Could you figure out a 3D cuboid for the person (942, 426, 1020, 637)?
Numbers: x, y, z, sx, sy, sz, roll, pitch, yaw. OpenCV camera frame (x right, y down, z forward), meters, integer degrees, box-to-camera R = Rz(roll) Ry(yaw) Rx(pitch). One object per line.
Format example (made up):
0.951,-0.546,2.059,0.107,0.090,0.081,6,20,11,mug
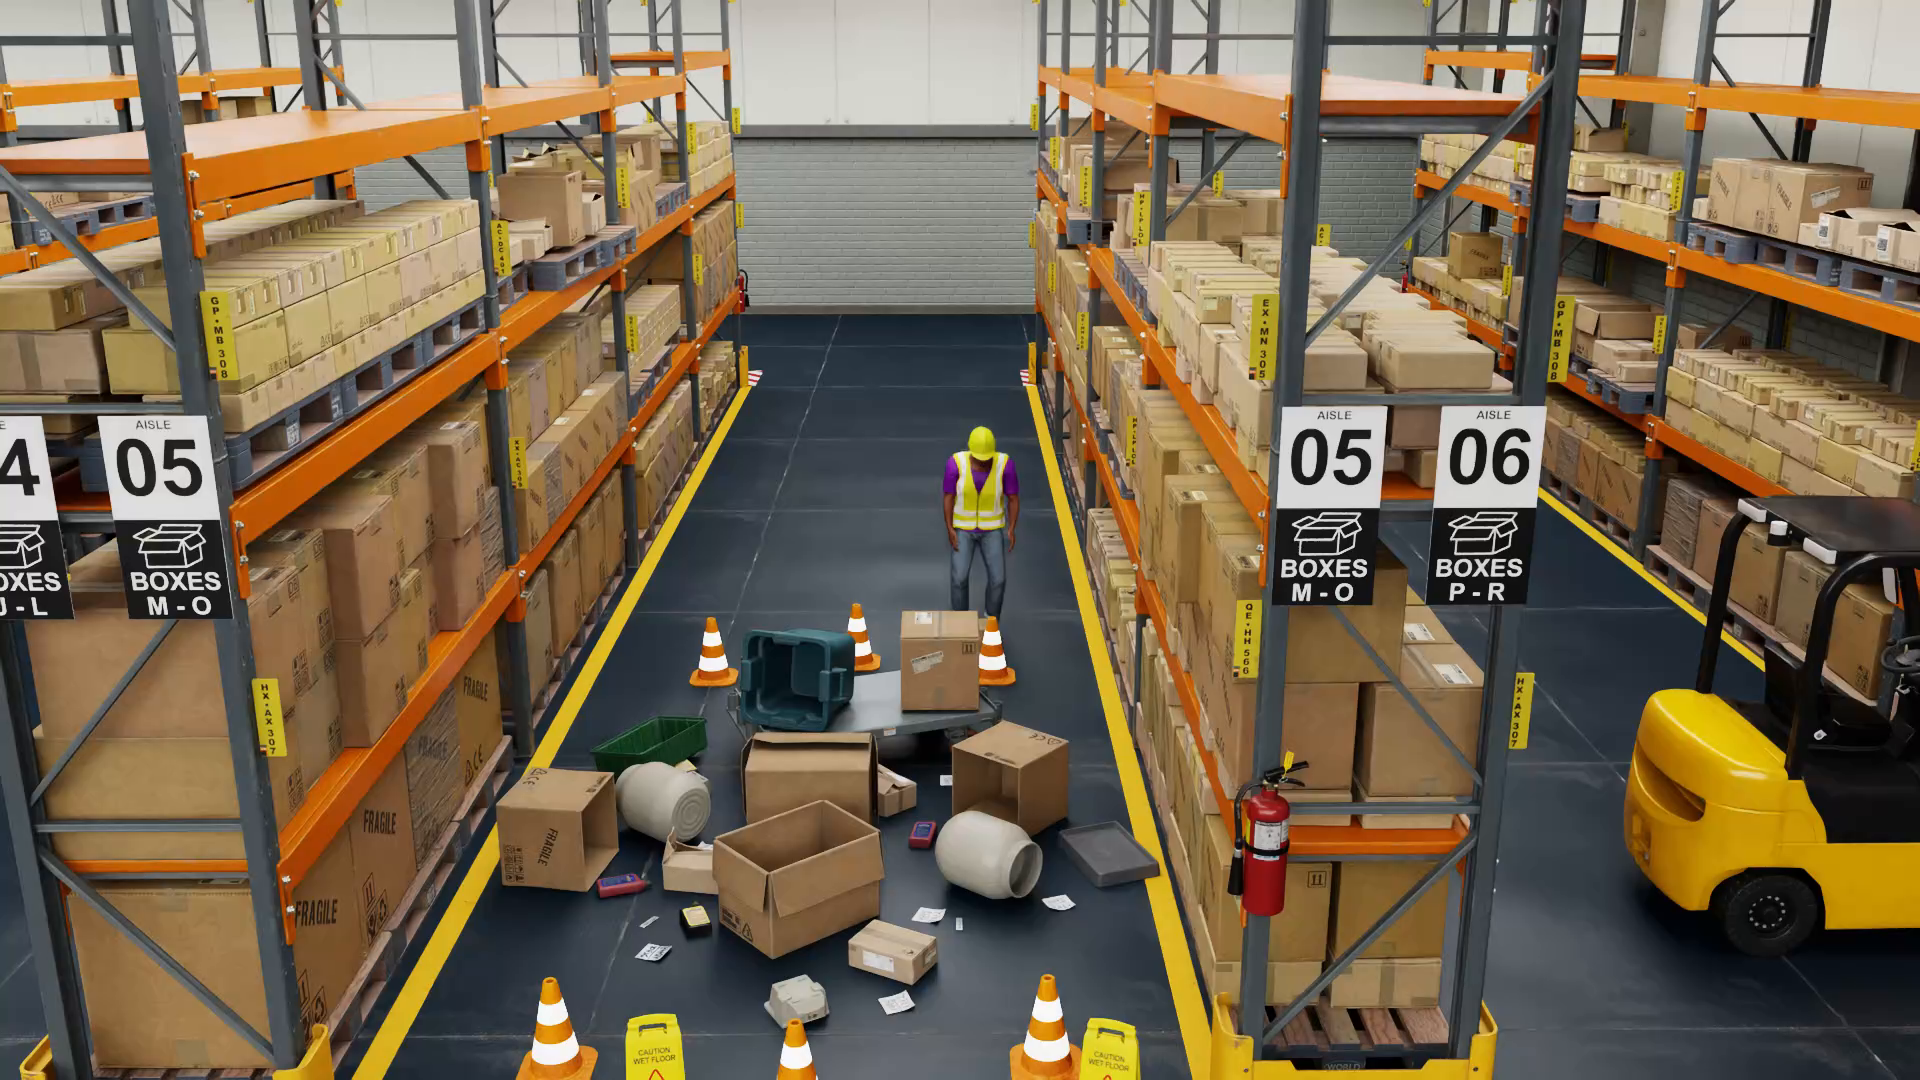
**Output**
0.163,-0.072,12.864,0.598,1.696,0.491,0,17,1,person
